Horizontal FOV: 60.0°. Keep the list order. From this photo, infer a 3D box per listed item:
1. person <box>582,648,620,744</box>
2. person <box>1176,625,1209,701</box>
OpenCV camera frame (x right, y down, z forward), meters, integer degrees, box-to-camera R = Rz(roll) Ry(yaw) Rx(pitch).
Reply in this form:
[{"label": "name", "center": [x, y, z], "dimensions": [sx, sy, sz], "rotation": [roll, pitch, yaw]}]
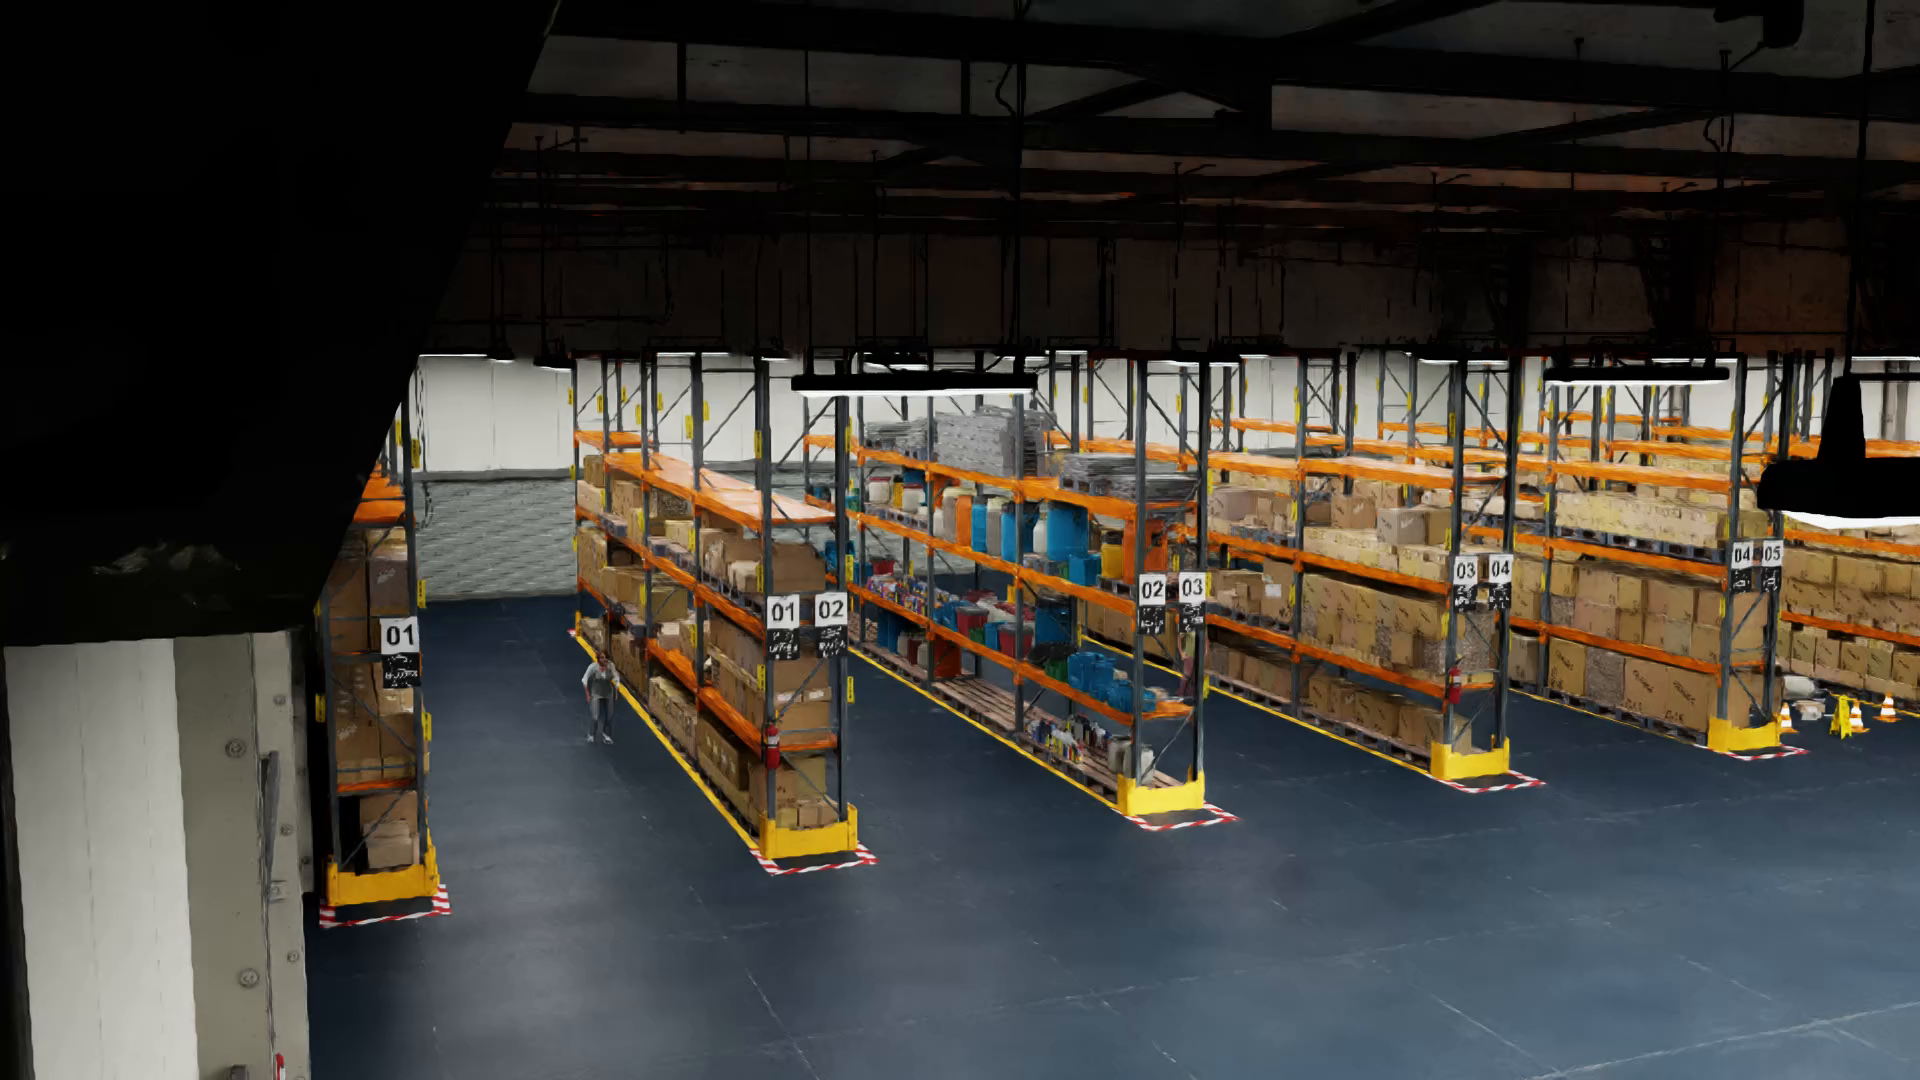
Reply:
[{"label": "person", "center": [-5.520, 2.400, 25.587], "dimensions": [0.566, 1.541, 0.519], "rotation": [-3, 8, -23]}, {"label": "person", "center": [4.005, 1.983, 28.623], "dimensions": [0.598, 1.619, 0.507], "rotation": [-3, 8, -22]}]
